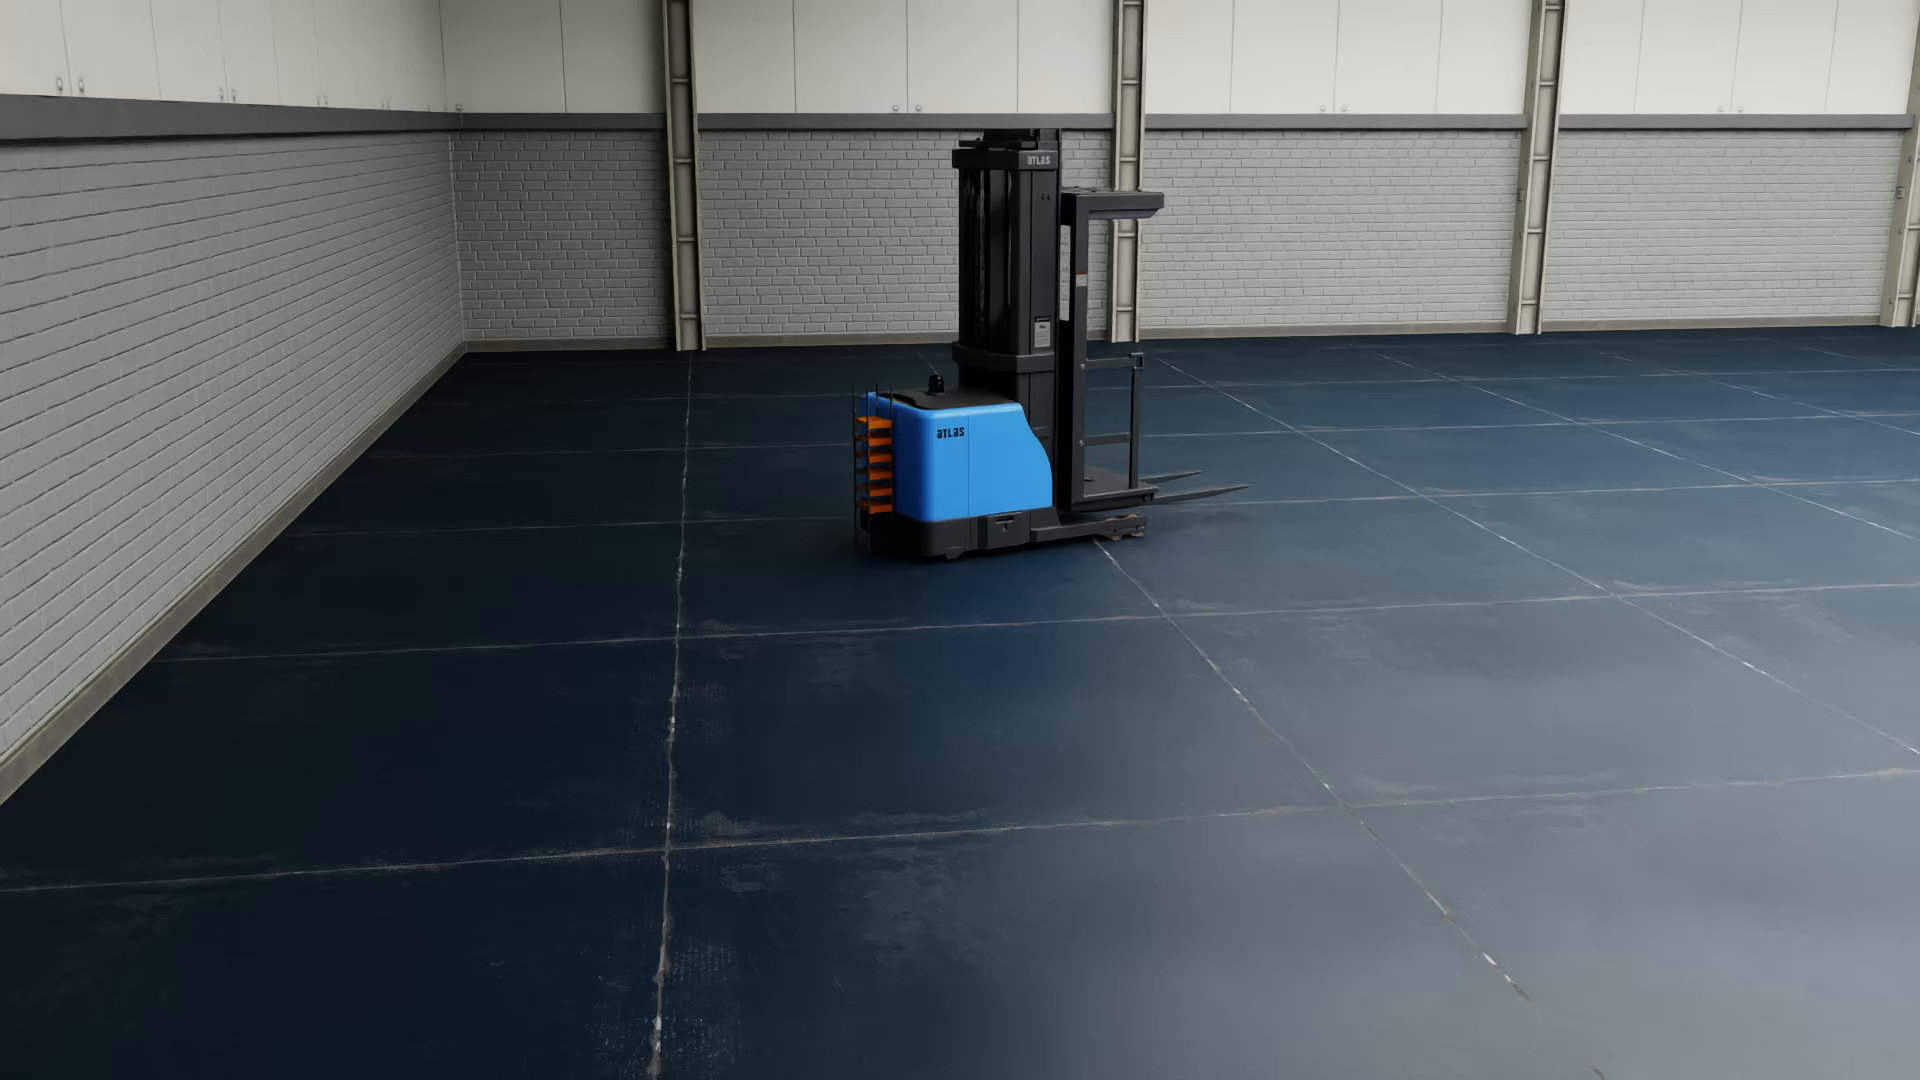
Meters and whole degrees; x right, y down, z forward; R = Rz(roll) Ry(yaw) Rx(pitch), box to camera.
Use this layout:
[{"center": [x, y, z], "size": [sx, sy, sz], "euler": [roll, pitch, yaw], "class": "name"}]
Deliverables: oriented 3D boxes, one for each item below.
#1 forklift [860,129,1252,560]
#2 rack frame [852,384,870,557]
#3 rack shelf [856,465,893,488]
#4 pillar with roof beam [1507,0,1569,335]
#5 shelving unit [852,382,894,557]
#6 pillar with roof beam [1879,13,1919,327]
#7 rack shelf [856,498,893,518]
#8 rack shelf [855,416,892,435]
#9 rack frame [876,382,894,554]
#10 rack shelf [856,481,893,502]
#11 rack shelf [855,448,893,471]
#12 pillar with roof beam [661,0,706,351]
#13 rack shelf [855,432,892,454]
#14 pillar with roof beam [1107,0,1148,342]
[{"center": [0.803, -1.524, 12.272], "size": [3.031, 2.935, 1.130], "euler": [-8, 16, -28], "class": "forklift"}, {"center": [-0.693, -0.484, 11.686], "size": [0.006, 1.200, 0.240], "euler": [-8, 16, -29], "class": "rack frame"}, {"center": [-0.613, -0.452, 11.740], "size": [0.180, 0.103, 0.258], "euler": [-8, 16, -29], "class": "rack shelf"}, {"center": [8.863, -6.351, 19.048], "size": [0.400, 9.000, 9.100], "euler": [-2, 14, -8], "class": "pillar with roof beam"}, {"center": [-0.613, -0.495, 11.730], "size": [0.189, 1.200, 0.258], "euler": [-8, 16, -29], "class": "shelving unit"}, {"center": [14.796, -6.569, 19.915], "size": [0.400, 9.000, 9.100], "euler": [-2, 14, -8], "class": "pillar with roof beam"}, {"center": [-0.613, -0.219, 11.799], "size": [0.180, 0.103, 0.258], "euler": [-8, 16, -29], "class": "rack shelf"}, {"center": [-0.613, -0.801, 11.653], "size": [0.180, 0.103, 0.258], "euler": [-8, 16, -29], "class": "rack shelf"}, {"center": [-0.533, -0.506, 11.773], "size": [0.006, 1.200, 0.240], "euler": [-8, 16, -29], "class": "rack frame"}, {"center": [-0.613, -0.336, 11.770], "size": [0.180, 0.103, 0.258], "euler": [-8, 16, -29], "class": "rack shelf"}, {"center": [-0.613, -0.568, 11.711], "size": [0.180, 0.103, 0.258], "euler": [-8, 16, -29], "class": "rack shelf"}, {"center": [-3.003, -5.916, 17.314], "size": [0.400, 9.000, 9.100], "euler": [-2, 14, -8], "class": "pillar with roof beam"}, {"center": [-0.613, -0.685, 11.682], "size": [0.180, 0.103, 0.258], "euler": [-8, 16, -29], "class": "rack shelf"}, {"center": [2.930, -6.134, 18.181], "size": [0.400, 9.000, 9.100], "euler": [-2, 14, -8], "class": "pillar with roof beam"}]
